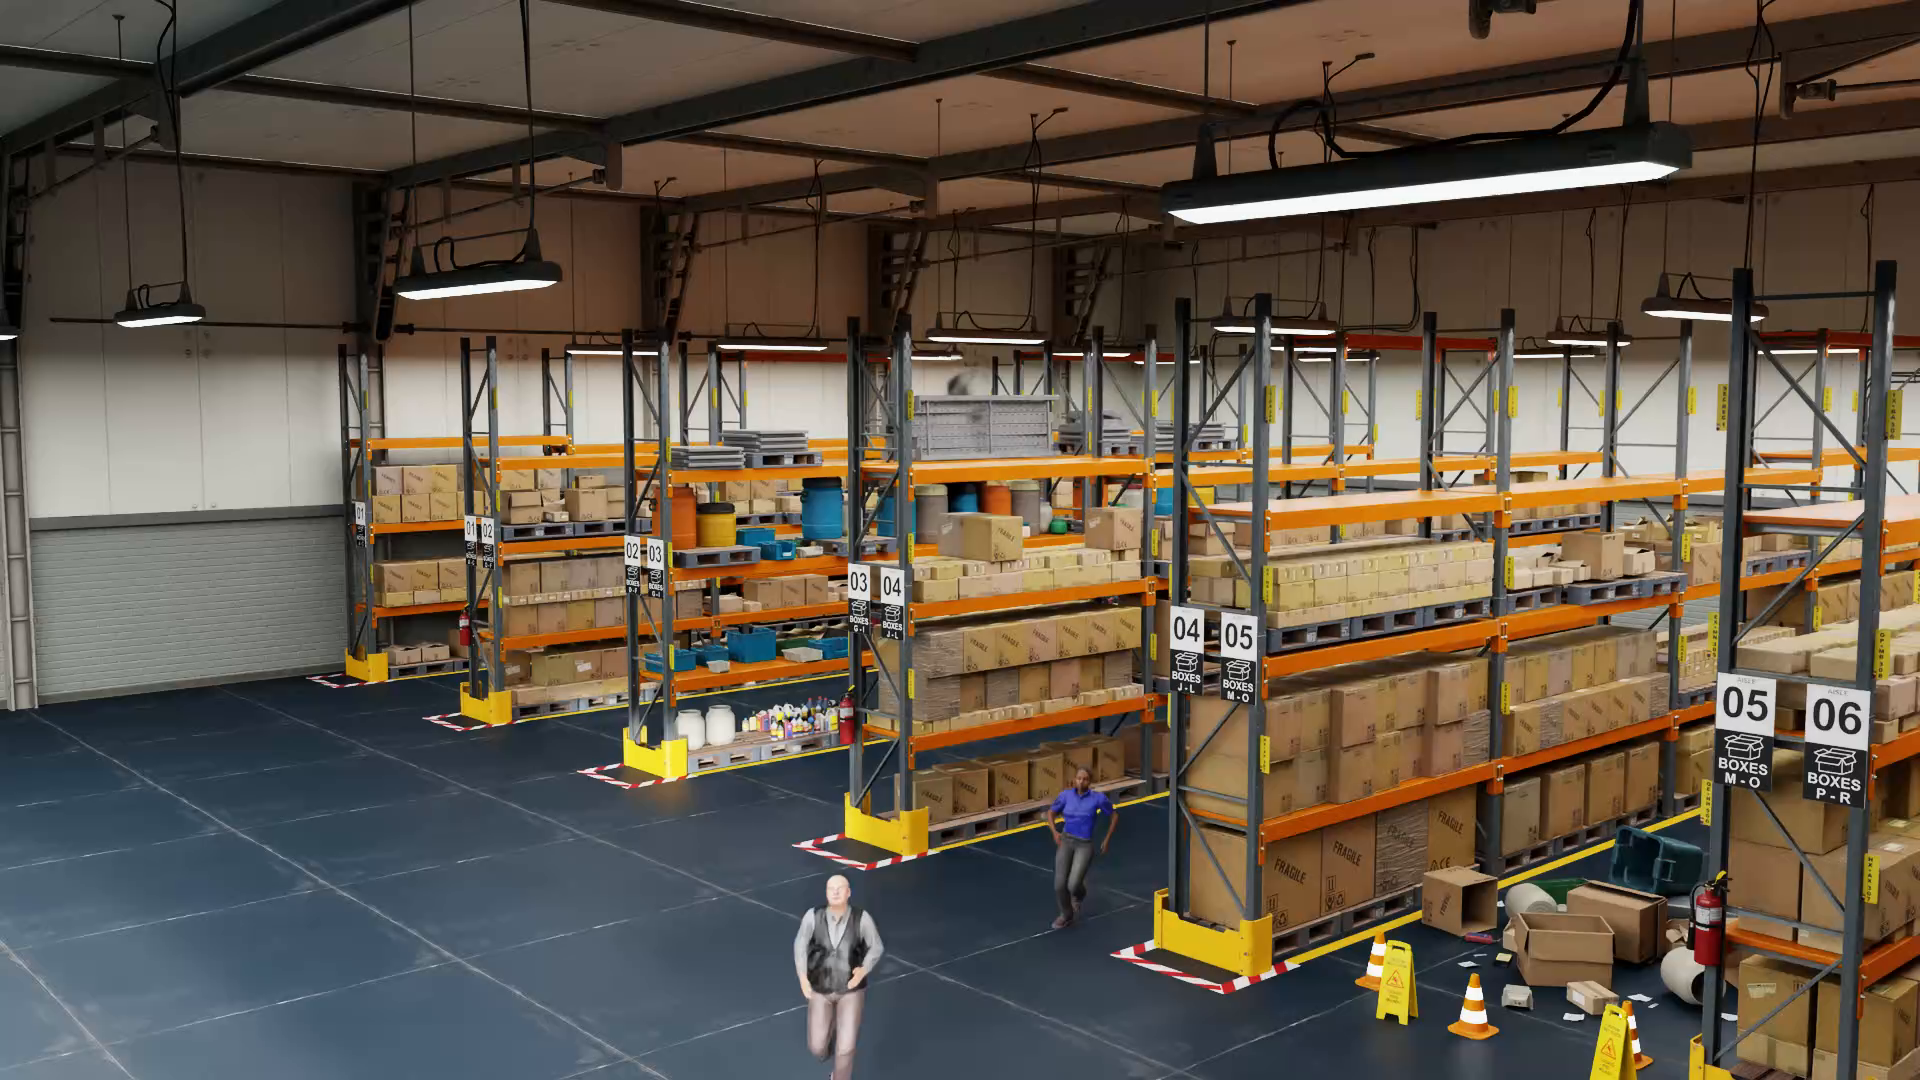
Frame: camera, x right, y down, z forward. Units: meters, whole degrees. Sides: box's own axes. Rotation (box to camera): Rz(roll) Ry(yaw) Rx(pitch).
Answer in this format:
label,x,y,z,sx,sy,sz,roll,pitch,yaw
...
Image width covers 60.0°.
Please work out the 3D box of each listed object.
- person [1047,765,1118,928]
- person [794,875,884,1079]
label,x,y,z,sx,sy,sz,roll,pitch,yaw
person,1.147,2.952,15.954,0.675,1.600,0.485,2,5,21
person,-0.887,3.256,12.135,0.662,1.656,0.627,0,5,2
